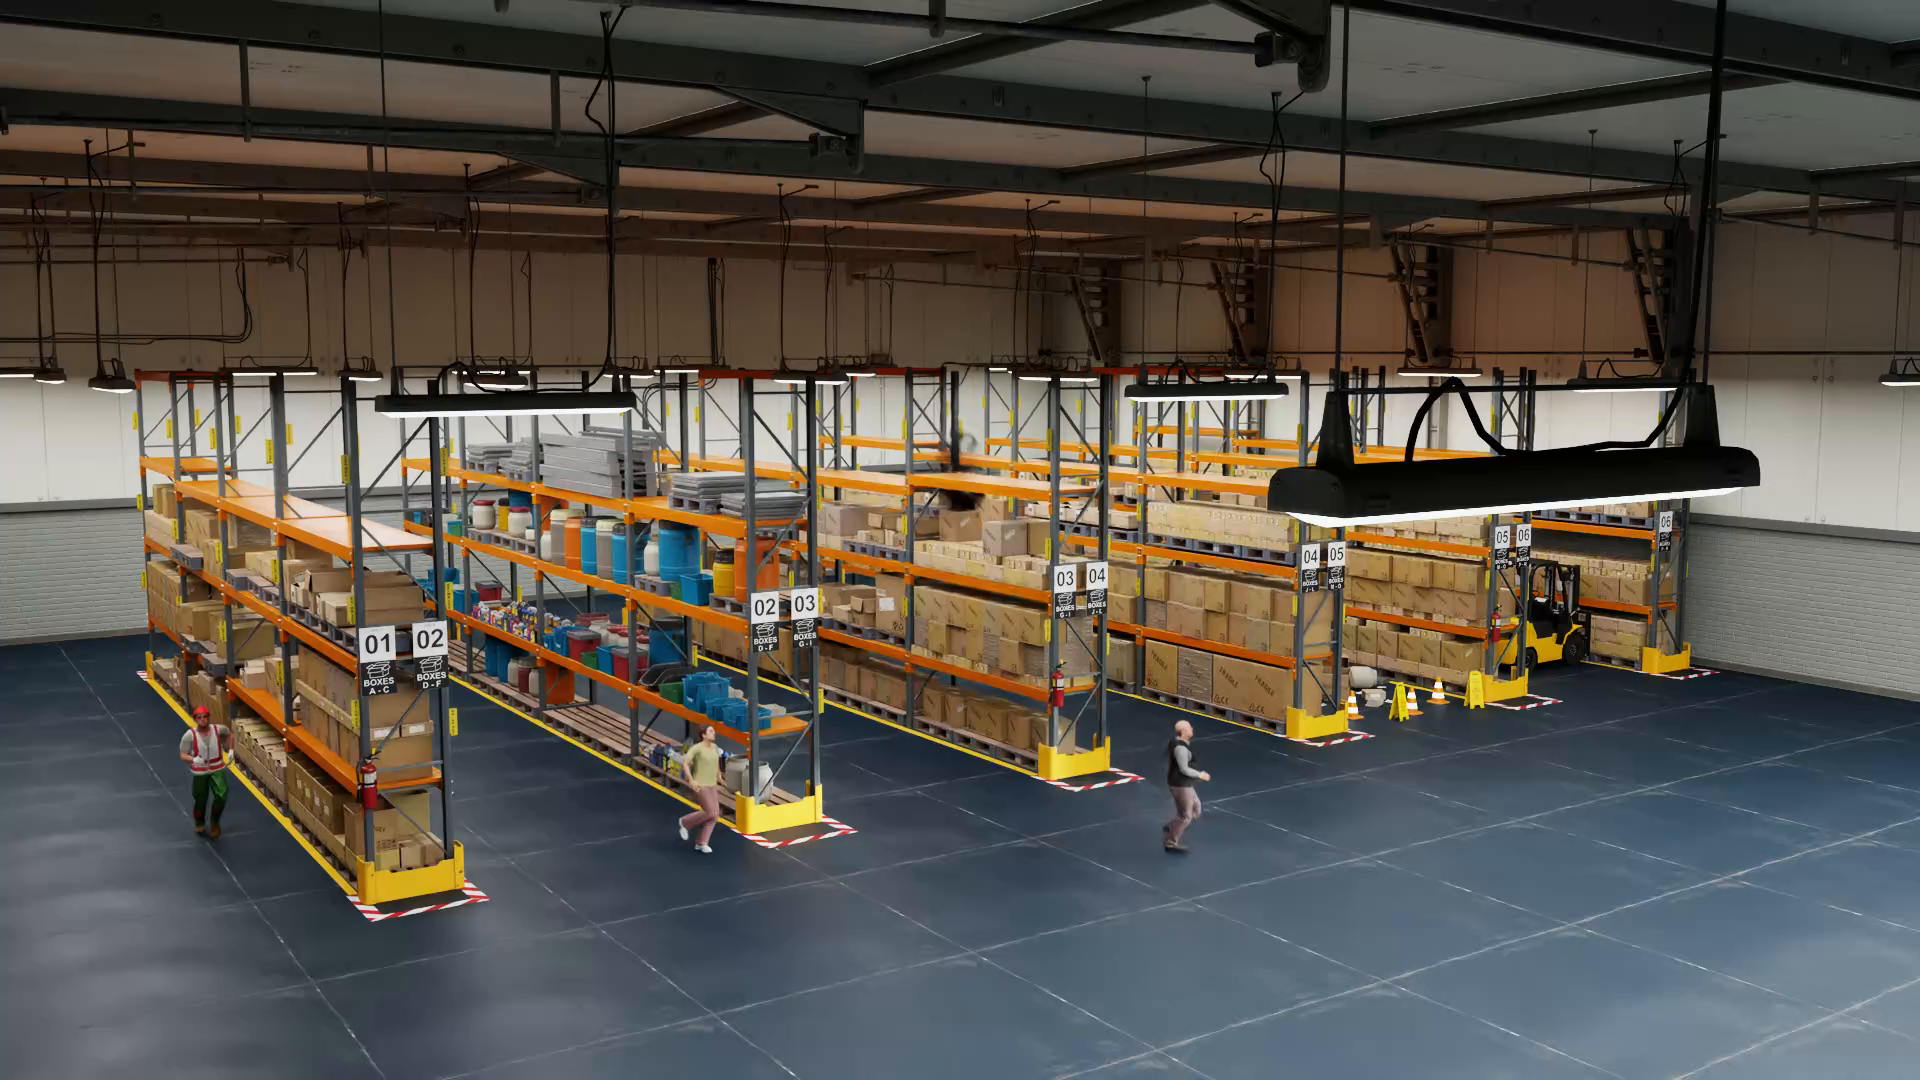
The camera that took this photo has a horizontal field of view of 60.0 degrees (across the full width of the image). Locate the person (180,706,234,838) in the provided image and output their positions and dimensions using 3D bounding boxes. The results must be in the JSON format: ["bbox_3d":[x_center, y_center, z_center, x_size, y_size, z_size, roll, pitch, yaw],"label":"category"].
[{"bbox_3d":[-9.738,3.005,21.565,0.675,1.748,0.852,-4,7,-30],"label":"person"}]

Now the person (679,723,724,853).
[{"bbox_3d":[-3.256,3.136,21.294,0.556,1.595,0.610,4,8,31],"label":"person"}]

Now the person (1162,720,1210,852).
[{"bbox_3d":[2.870,3.109,21.094,0.584,1.678,0.699,0,6,2],"label":"person"}]

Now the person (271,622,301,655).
[{"bbox_3d":[-13.255,1.860,32.868,0.553,1.546,0.557,-6,9,-45],"label":"person"}]
